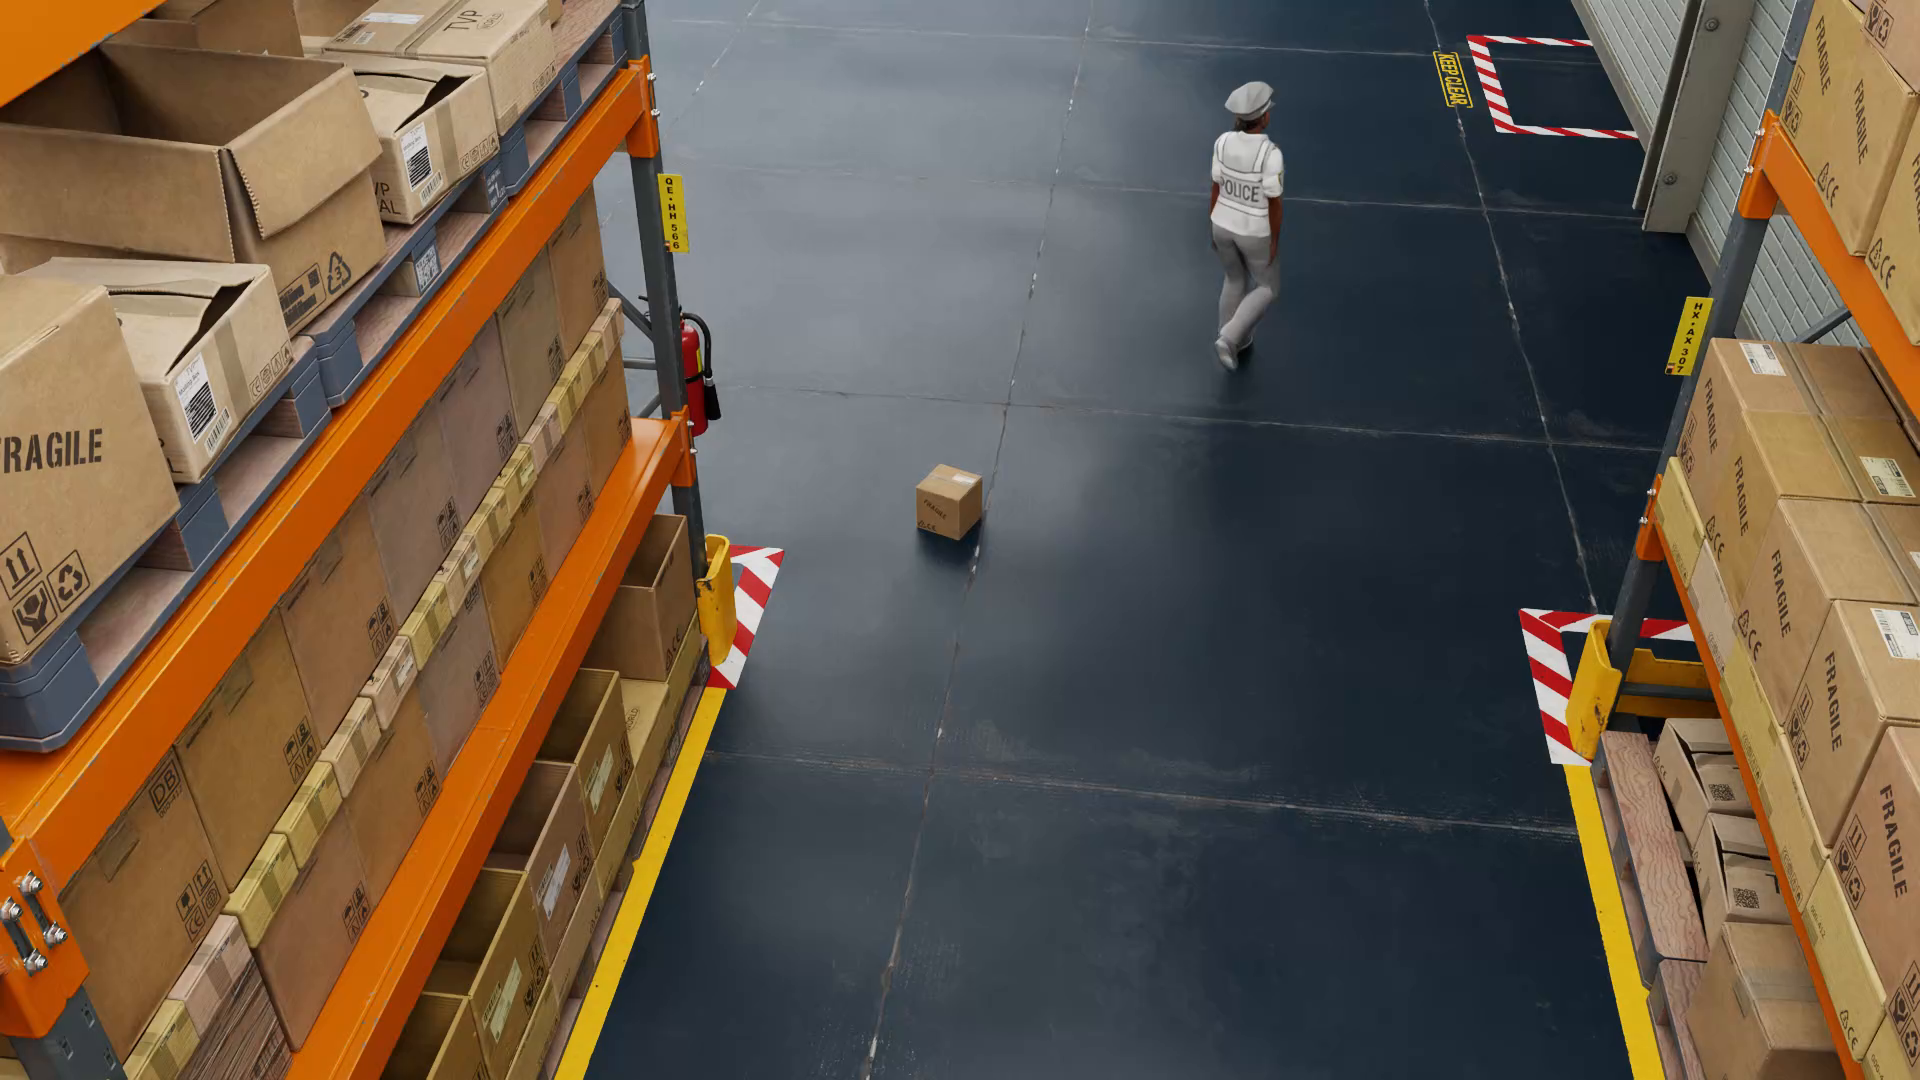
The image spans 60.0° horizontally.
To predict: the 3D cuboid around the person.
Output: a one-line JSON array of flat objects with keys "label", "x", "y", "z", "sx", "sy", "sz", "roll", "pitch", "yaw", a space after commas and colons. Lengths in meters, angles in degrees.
[{"label": "person", "x": 1.593, "y": -1.743, "z": 9.348, "sx": 0.453, "sy": 1.674, "sz": 0.581, "roll": 26, "pitch": 44, "yaw": 31}]
